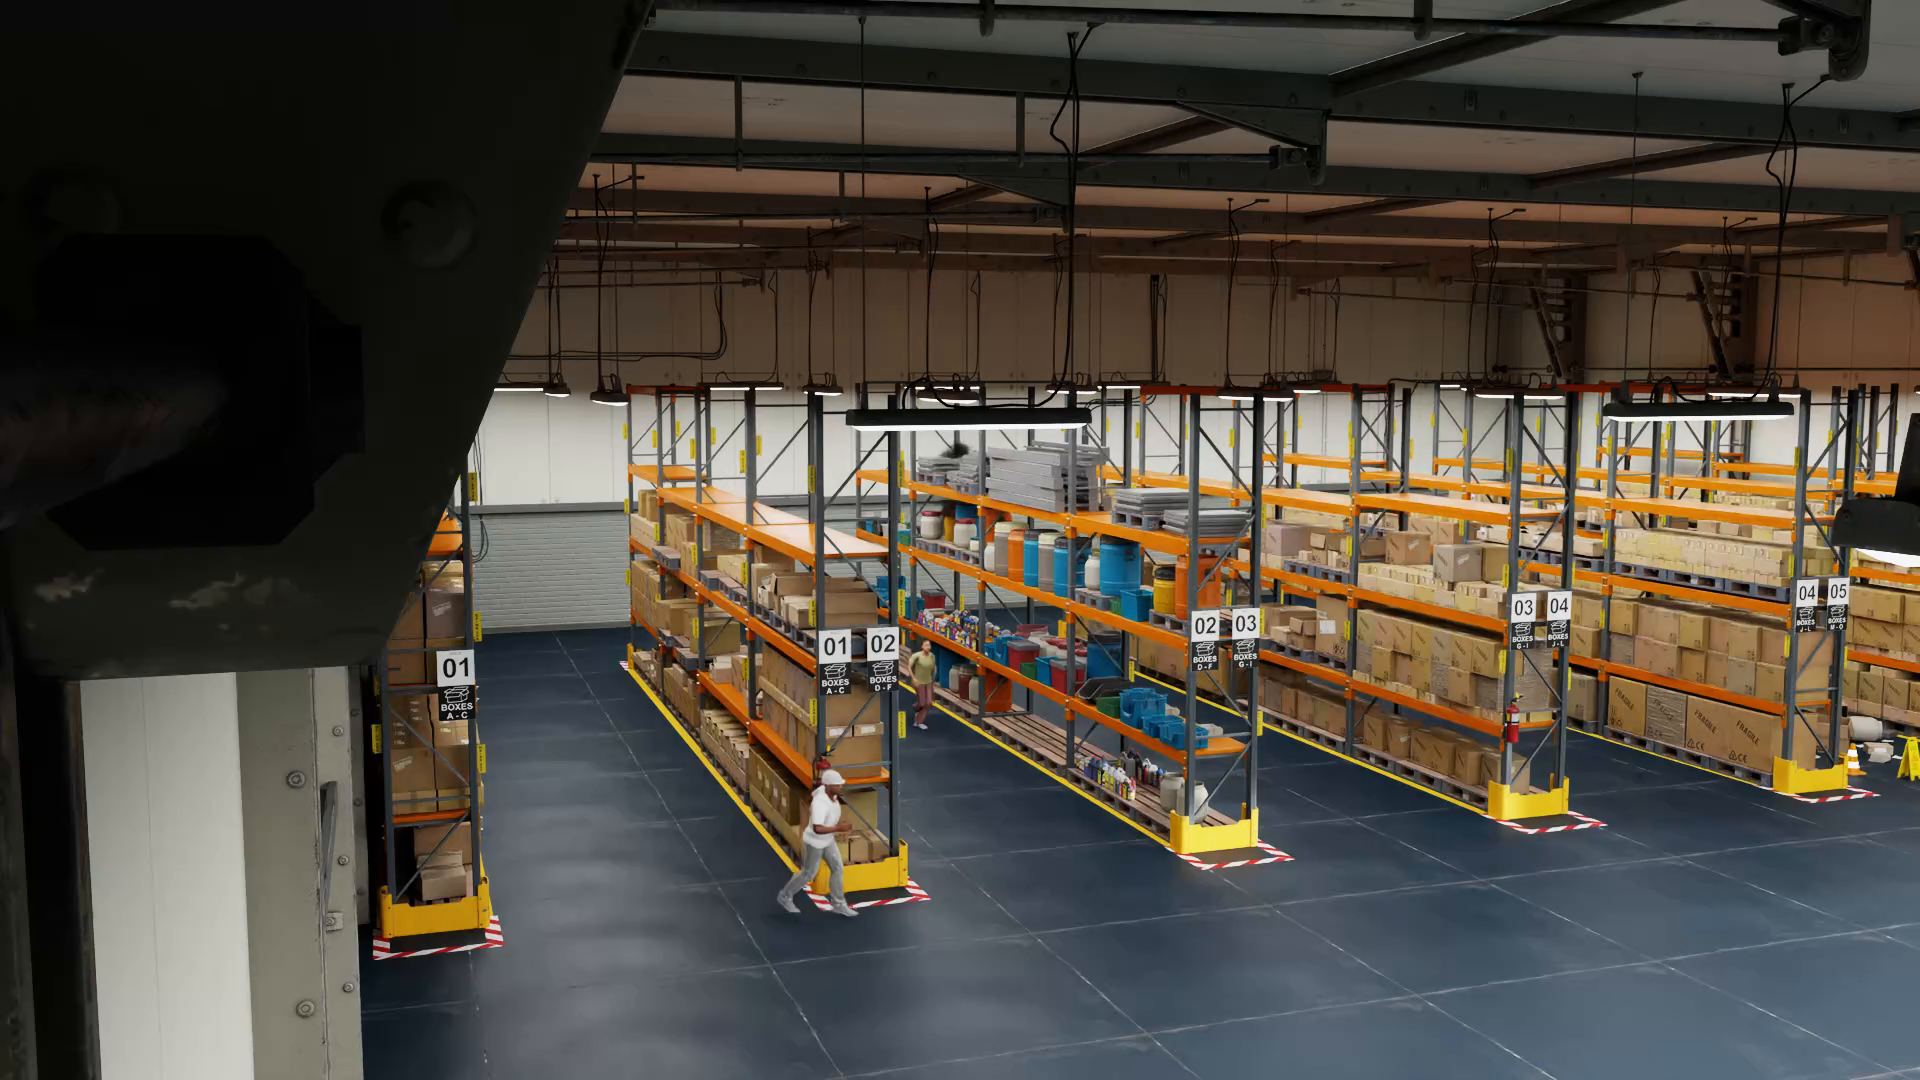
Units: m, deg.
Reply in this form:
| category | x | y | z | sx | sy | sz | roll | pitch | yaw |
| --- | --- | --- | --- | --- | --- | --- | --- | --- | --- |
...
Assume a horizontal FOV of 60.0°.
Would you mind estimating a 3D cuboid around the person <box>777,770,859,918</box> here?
| category | x | y | z | sx | sy | sz | roll | pitch | yaw |
| --- | --- | --- | --- | --- | --- | --- | --- | --- | --- |
| person | -1.642 | 3.495 | 19.114 | 0.986 | 1.757 | 0.633 | 2 | 6 | 19 |

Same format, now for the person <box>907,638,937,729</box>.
| category | x | y | z | sx | sy | sz | roll | pitch | yaw |
| --- | --- | --- | --- | --- | --- | --- | --- | --- | --- |
| person | -0.681 | 2.512 | 29.346 | 0.581 | 1.609 | 0.557 | -3 | 7 | -27 |
